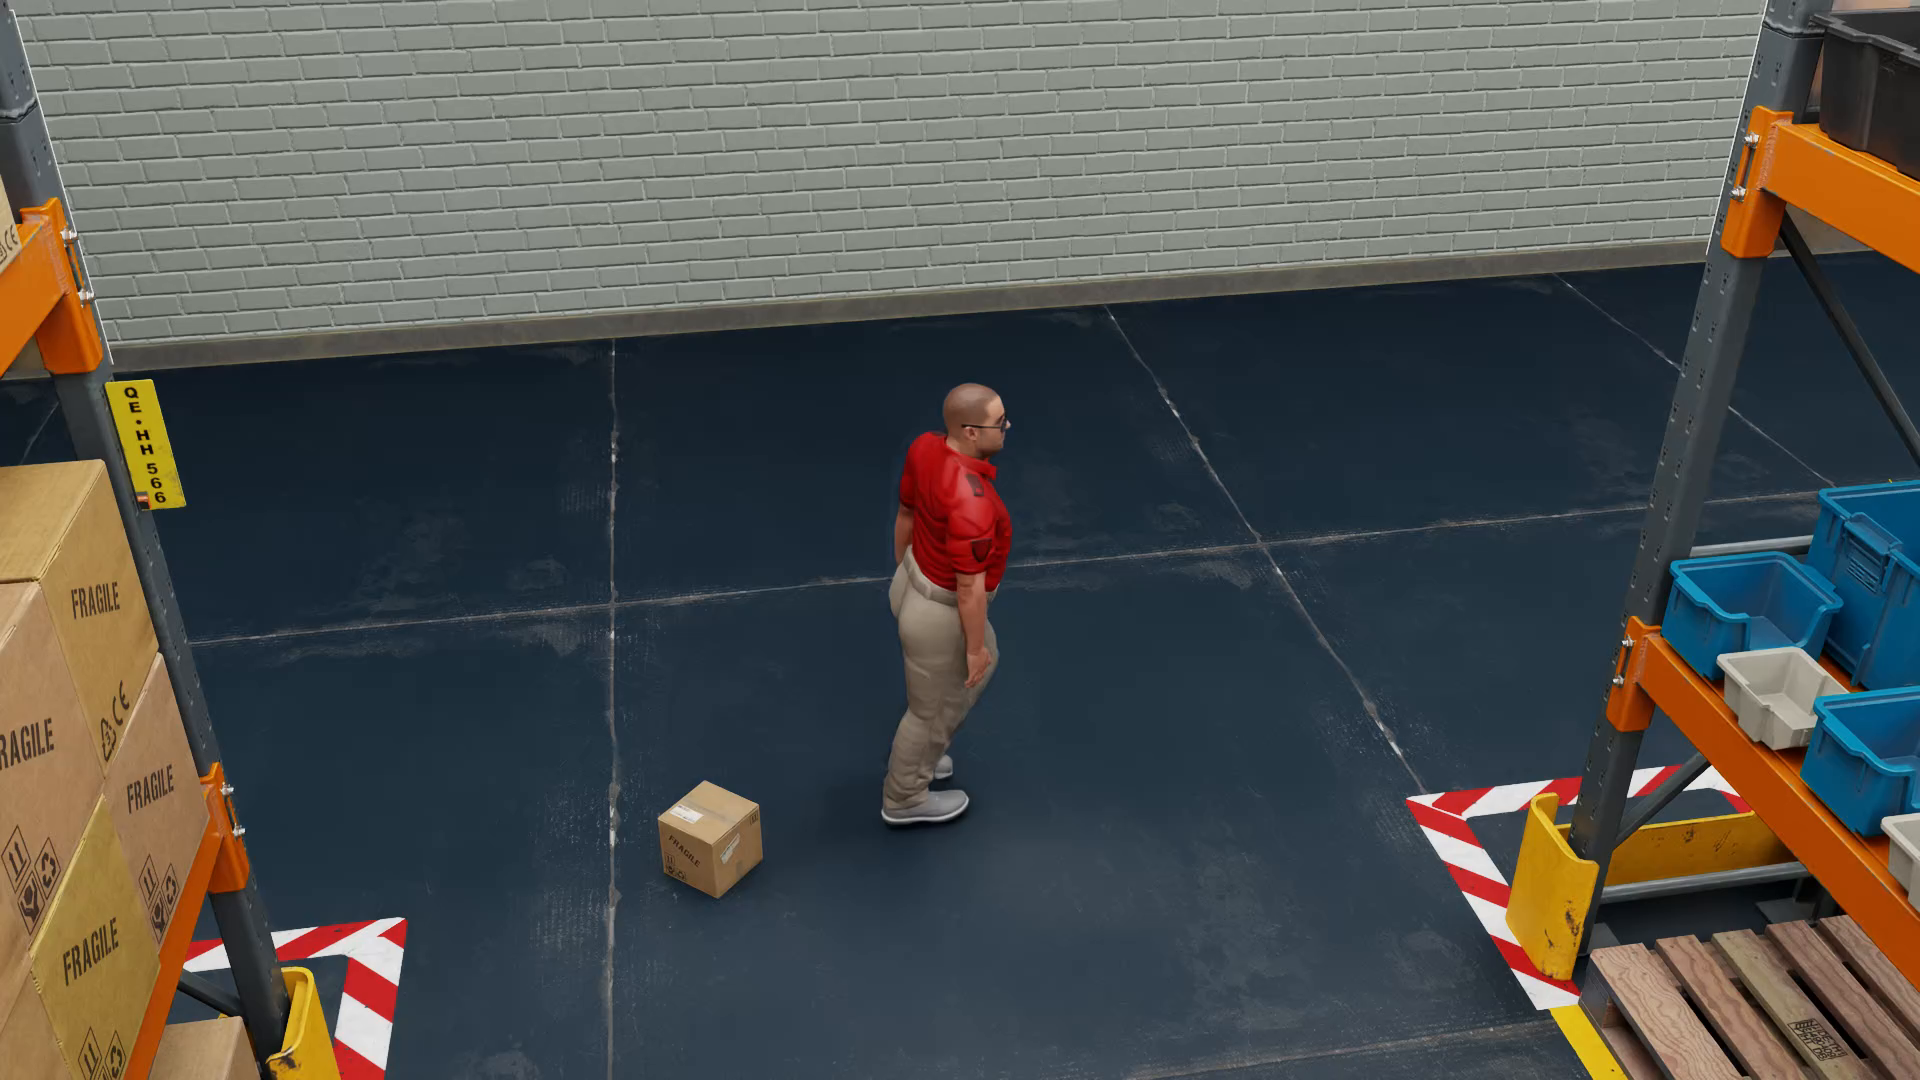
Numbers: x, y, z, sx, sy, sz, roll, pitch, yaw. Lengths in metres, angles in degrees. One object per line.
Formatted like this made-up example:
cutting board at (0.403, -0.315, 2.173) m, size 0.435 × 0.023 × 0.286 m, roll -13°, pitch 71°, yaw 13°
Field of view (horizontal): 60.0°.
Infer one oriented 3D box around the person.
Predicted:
person at (-0.058, 0.243, 5.725) m, size 0.483 × 1.539 × 0.425 m, roll -8°, pitch 31°, yaw -14°
